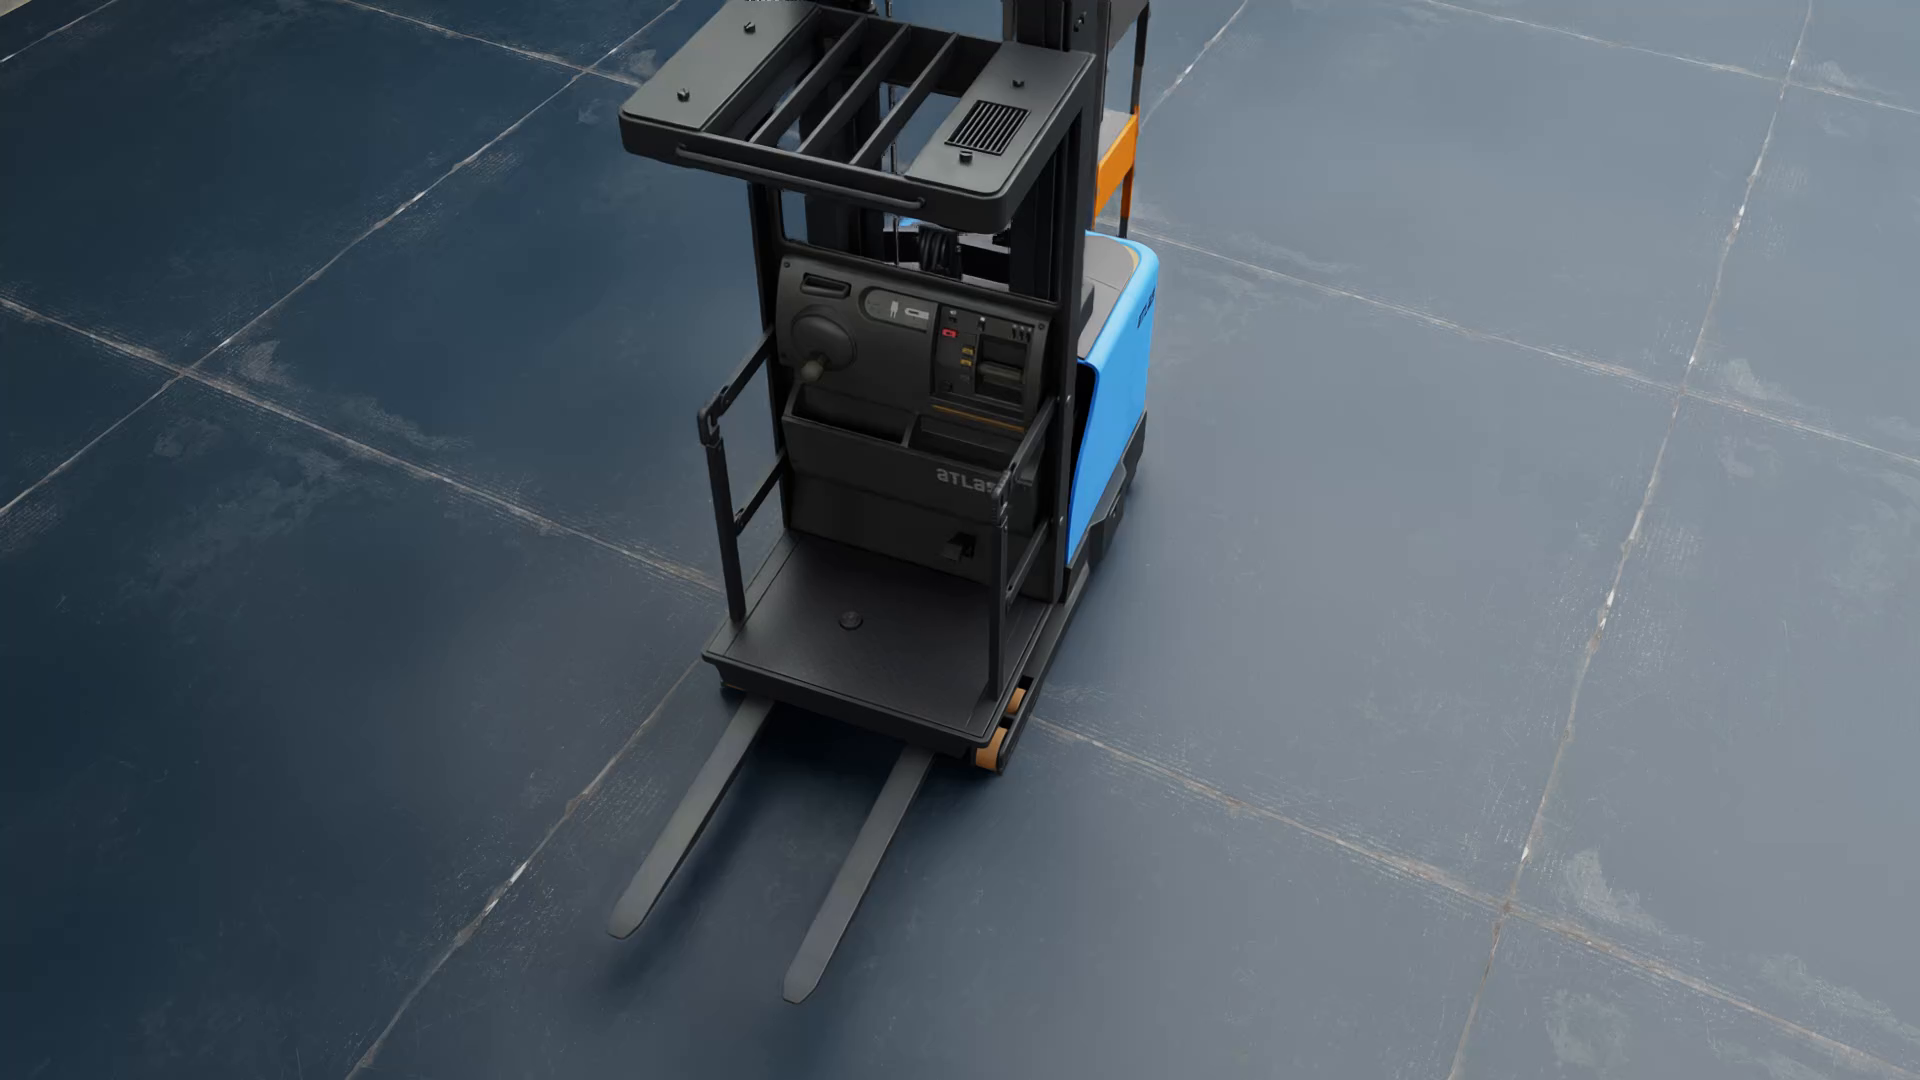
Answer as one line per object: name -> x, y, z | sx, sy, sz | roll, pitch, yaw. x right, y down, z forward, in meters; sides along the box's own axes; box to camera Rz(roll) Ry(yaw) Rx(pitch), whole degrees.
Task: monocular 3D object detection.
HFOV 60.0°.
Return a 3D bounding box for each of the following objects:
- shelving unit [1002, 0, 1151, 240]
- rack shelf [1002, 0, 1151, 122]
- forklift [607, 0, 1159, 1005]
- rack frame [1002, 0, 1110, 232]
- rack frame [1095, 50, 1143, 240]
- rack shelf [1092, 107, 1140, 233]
shelving unit -> 0.433, -1.460, 6.708 | 0.431, 2.100, 0.503 | 17, 46, 16
rack shelf -> 0.439, -1.952, 6.230 | 0.431, 0.518, 0.480 | 17, 46, 16
forklift -> -0.240, -0.552, 5.235 | 1.130, 2.935, 3.031 | 16, 47, 15
rack frame -> 0.335, -1.304, 6.547 | 0.400, 2.100, 0.015 | 17, 46, 16
rack frame -> 0.530, -1.615, 6.869 | 0.400, 2.100, 0.015 | 17, 46, 16
rack shelf -> 0.432, -1.450, 6.718 | 0.431, 0.518, 0.480 | 17, 46, 16
